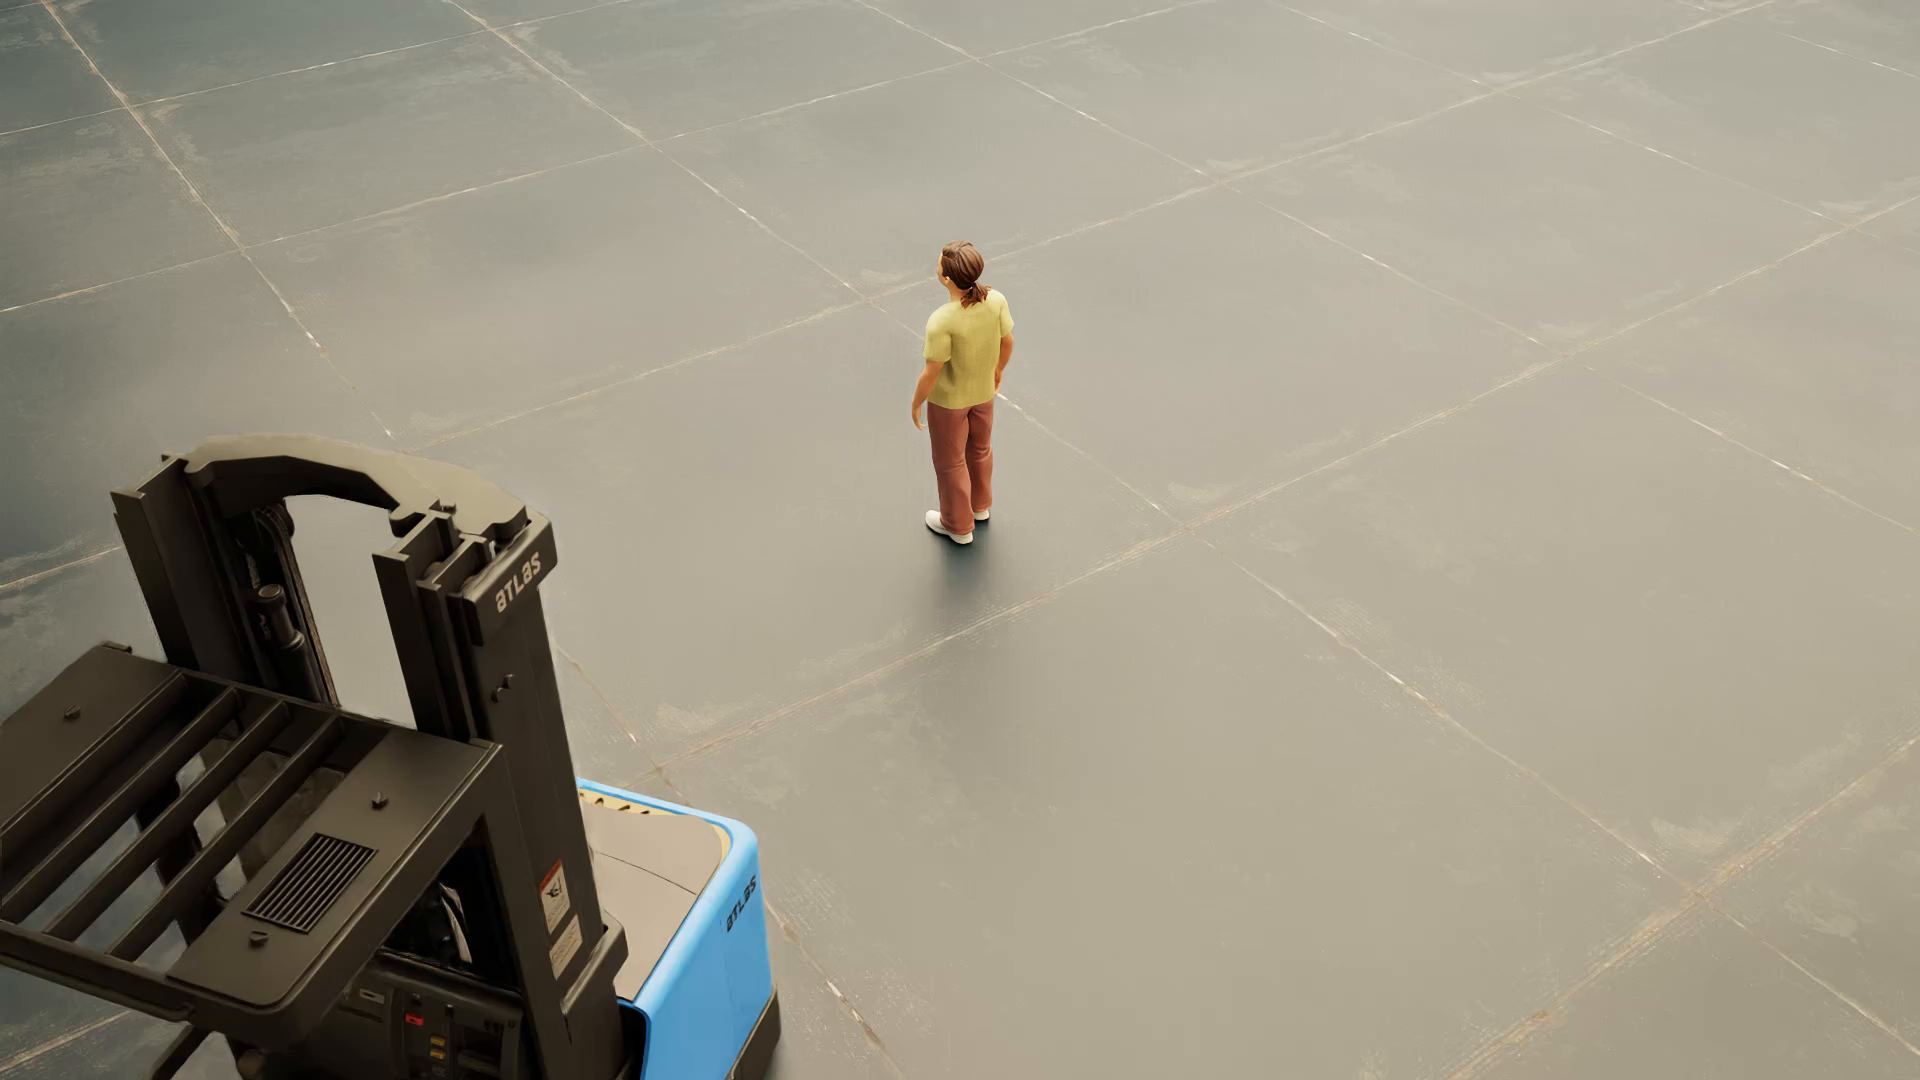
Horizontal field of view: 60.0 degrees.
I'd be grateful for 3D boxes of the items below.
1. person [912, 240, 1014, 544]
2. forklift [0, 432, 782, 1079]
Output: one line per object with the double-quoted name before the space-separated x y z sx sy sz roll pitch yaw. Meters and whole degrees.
"person" -0.034 -0.720 7.961 0.553 1.673 0.548 -23 42 -28
"forklift" -1.608 1.335 4.139 1.130 2.935 3.031 12 38 16
